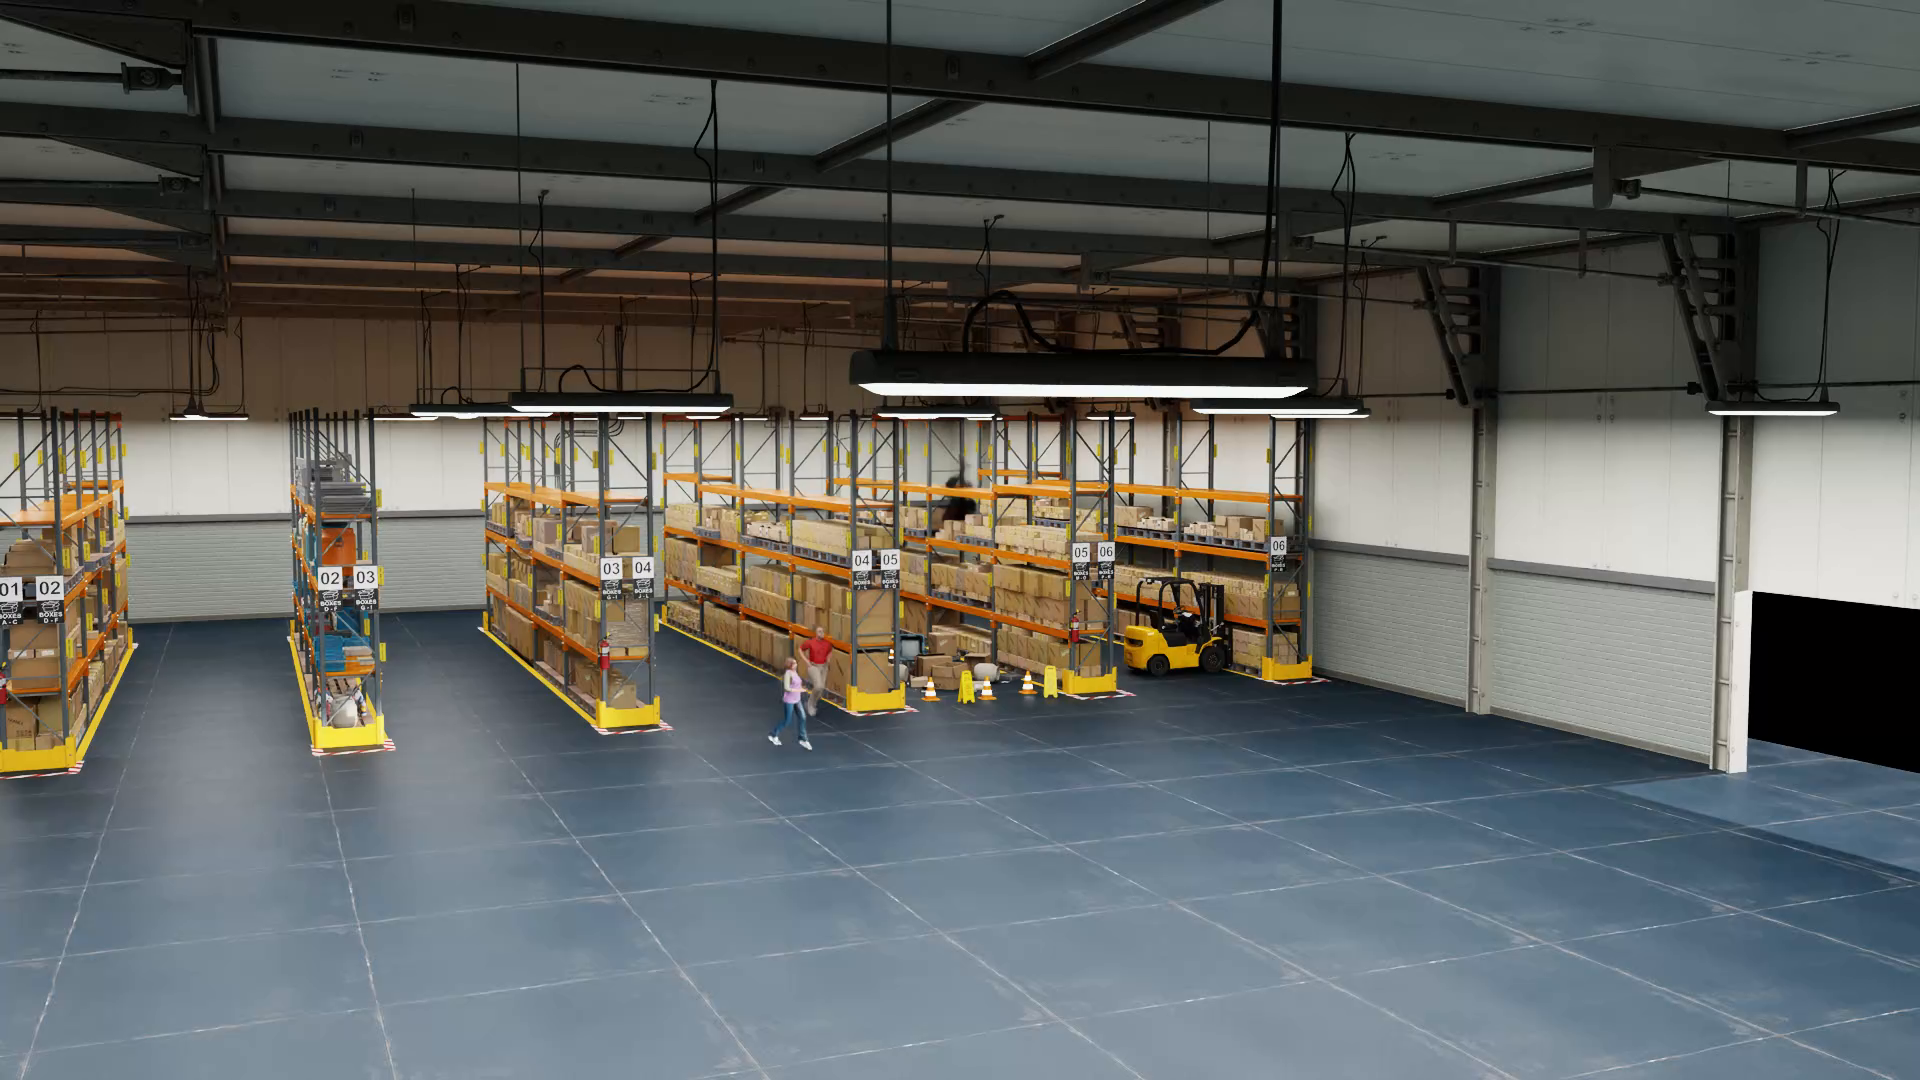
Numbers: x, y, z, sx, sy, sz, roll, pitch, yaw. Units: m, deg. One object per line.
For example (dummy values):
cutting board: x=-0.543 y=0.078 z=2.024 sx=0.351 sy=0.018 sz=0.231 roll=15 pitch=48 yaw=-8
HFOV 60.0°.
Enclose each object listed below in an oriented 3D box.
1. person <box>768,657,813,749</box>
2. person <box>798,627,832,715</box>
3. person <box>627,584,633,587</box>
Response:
person: x=-2.992 y=2.872 z=29.276 sx=0.800 sy=1.631 sz=0.545 roll=1 pitch=4 yaw=18
person: x=-2.788 y=2.589 z=32.810 sx=0.691 sy=1.755 sz=0.601 roll=-3 pitch=5 yaw=-40
person: x=-9.680 y=1.546 z=47.564 sx=0.688 sy=1.766 sz=0.716 roll=1 pitch=4 yaw=9
